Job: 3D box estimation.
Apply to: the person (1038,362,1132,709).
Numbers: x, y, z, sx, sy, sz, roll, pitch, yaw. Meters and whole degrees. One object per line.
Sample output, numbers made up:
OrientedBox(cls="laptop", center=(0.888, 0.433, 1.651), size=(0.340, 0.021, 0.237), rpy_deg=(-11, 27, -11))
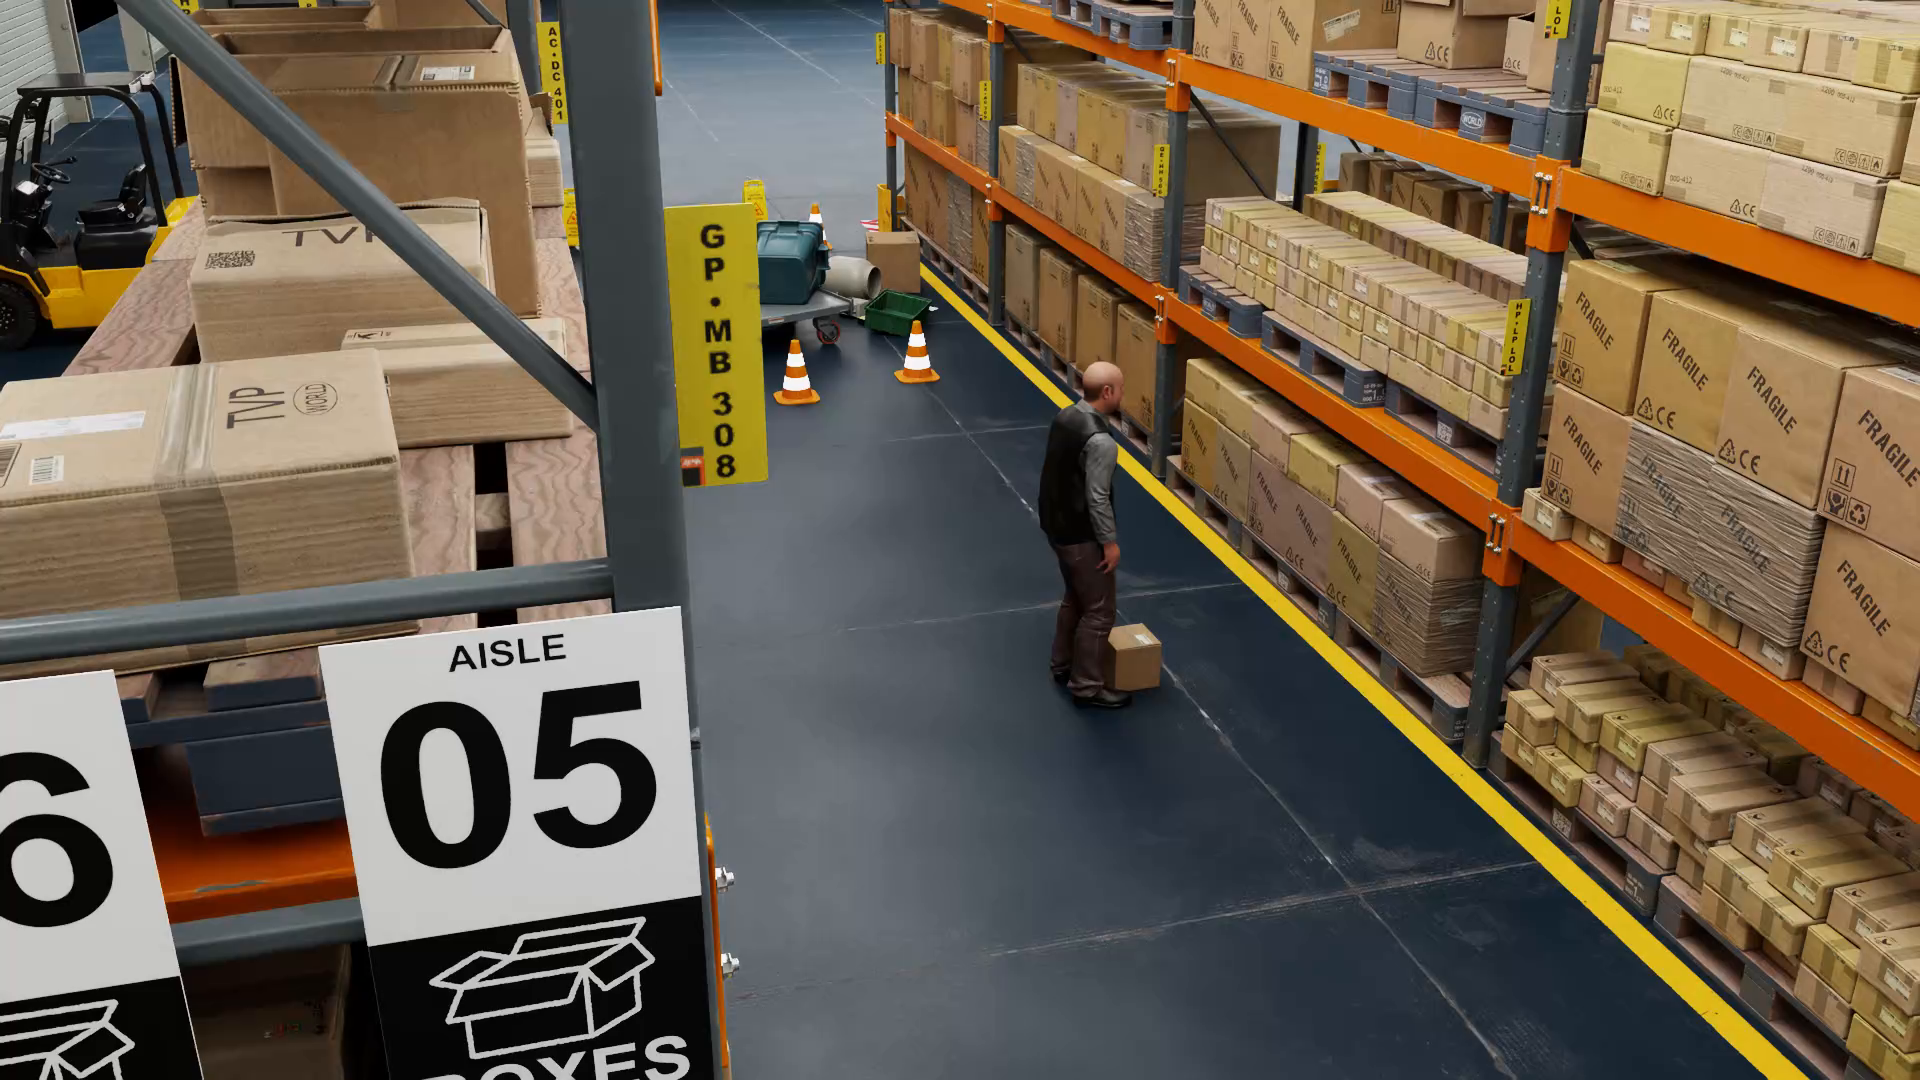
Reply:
OrientedBox(cls="person", center=(0.604, -0.036, 8.212), size=(0.412, 1.721, 0.582), rpy_deg=(-6, 24, -15))
